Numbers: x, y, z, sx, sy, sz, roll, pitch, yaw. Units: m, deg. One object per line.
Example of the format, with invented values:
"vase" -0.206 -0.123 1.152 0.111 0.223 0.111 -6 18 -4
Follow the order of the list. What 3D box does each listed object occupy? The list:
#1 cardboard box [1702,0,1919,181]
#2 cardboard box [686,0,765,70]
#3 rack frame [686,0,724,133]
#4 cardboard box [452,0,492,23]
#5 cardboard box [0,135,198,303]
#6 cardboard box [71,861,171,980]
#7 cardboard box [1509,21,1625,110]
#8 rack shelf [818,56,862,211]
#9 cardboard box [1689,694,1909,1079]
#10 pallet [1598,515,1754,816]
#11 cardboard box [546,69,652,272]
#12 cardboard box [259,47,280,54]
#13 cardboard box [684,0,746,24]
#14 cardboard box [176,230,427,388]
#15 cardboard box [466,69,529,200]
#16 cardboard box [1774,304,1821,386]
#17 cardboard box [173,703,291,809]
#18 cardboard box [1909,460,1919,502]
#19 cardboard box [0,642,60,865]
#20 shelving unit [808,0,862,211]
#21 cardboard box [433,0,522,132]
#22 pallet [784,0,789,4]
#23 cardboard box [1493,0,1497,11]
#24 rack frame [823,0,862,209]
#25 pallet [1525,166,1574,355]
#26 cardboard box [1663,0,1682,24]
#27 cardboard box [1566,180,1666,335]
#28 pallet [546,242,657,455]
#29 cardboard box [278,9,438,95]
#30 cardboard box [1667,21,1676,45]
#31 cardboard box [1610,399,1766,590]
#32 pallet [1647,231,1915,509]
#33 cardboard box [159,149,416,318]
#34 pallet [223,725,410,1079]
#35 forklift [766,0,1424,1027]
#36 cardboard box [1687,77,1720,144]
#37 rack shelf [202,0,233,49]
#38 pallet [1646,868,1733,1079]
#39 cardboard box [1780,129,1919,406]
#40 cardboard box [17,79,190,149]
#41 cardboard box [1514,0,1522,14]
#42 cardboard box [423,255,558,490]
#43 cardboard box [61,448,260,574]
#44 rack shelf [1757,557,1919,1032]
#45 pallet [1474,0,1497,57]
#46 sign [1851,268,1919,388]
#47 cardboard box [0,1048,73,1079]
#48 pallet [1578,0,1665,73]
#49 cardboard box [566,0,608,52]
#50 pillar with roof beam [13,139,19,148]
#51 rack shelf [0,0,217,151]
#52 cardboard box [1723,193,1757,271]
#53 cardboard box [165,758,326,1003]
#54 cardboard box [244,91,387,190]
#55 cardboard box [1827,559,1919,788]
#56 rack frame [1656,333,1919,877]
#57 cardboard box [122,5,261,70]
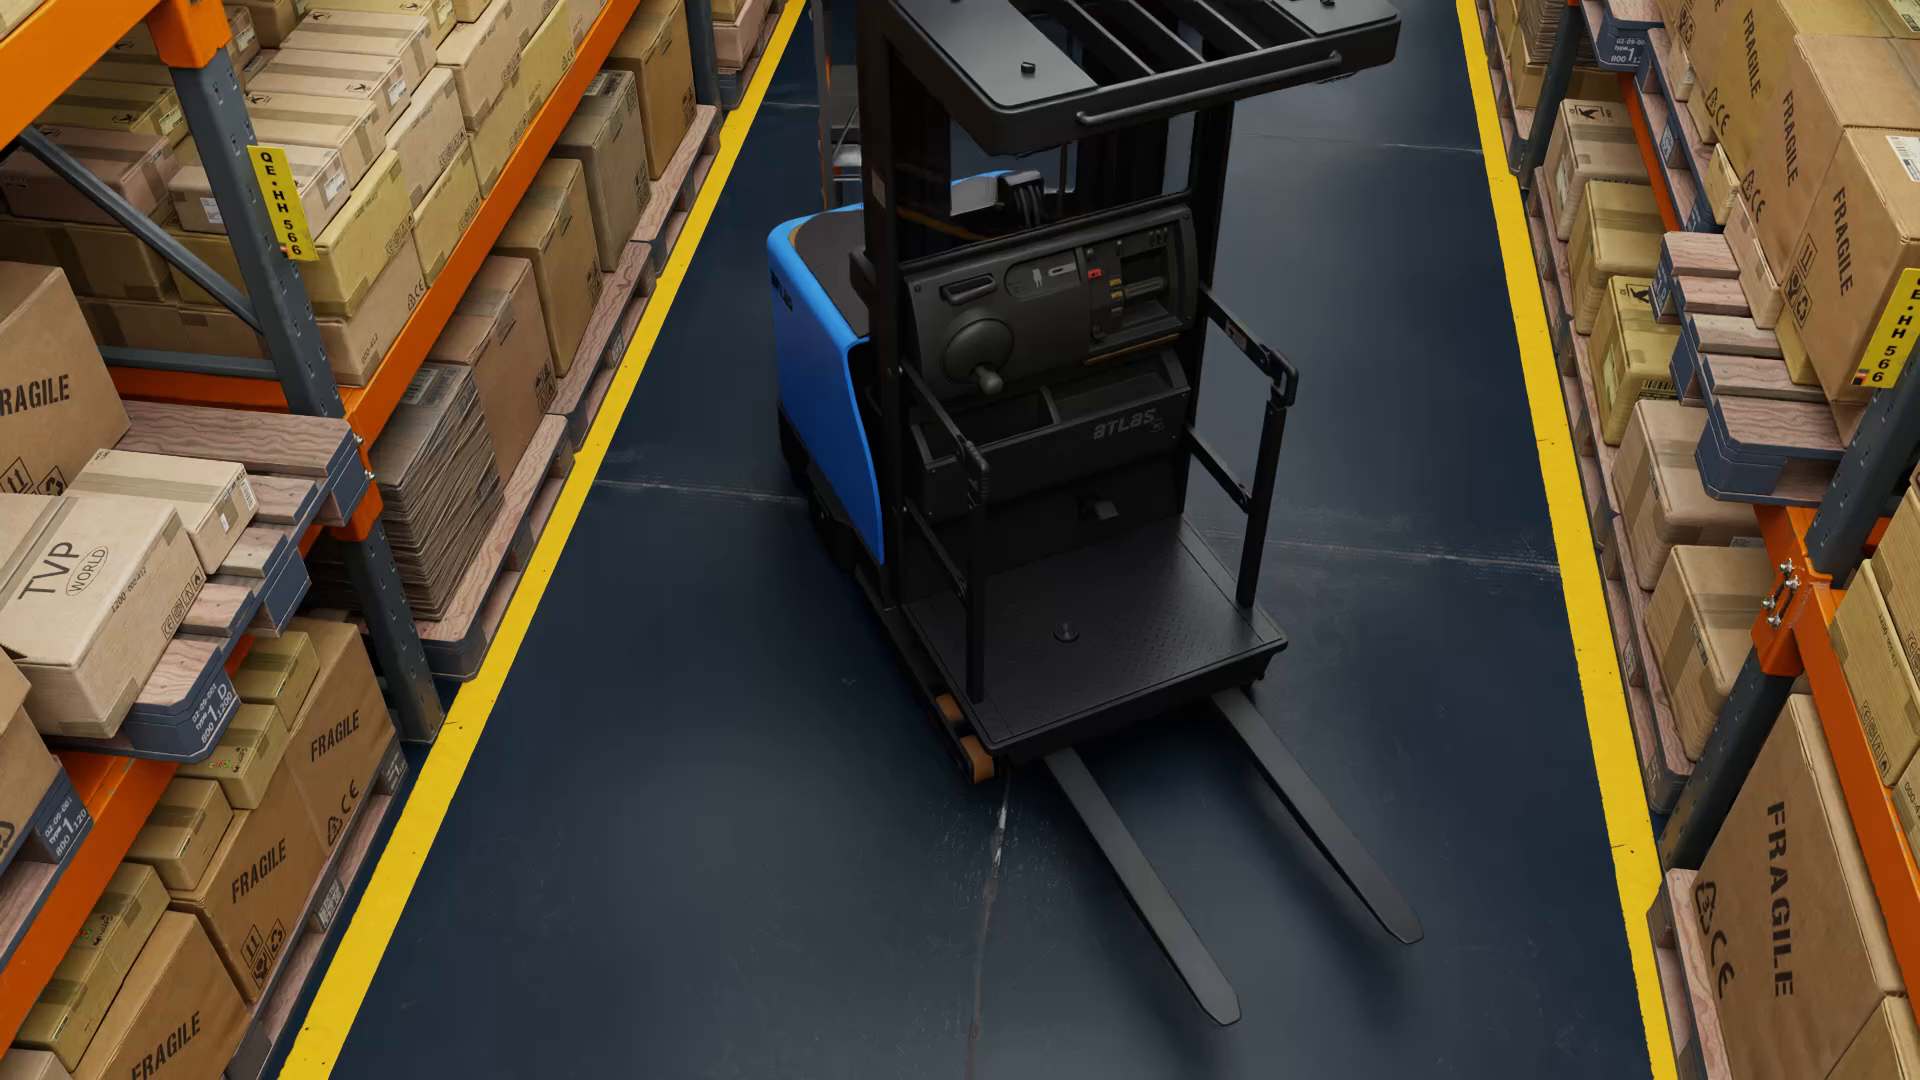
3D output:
"cardboard box" 2.589 -1.373 4.924 0.500 0.500 0.500 3 43 3
"cardboard box" -1.318 -2.672 8.585 0.500 0.250 0.500 6 44 6
"rack frame" -1.710 -3.219 7.468 1.000 3.000 0.127 5 44 6
"cardboard box" -1.745 -1.835 5.462 0.380 0.149 0.250 6 44 6
"cardboard box" -2.455 -0.951 4.818 0.500 0.250 0.500 6 44 6
"cardboard box" -2.217 0.927 4.130 0.380 0.149 0.250 6 44 7
"cardboard box" 3.022 -2.351 8.246 0.500 0.250 0.500 7 44 7
"rack shelf" -0.305 -1.491 6.315 0.431 0.518 0.480 -1 43 -1
"cardboard box" 2.508 1.038 4.212 0.875 0.875 0.875 5 44 5
"pallet" 2.786 0.436 5.636 1.003 0.211 1.213 5 44 6
"cardboard box" -1.878 -1.624 7.205 0.875 0.625 0.625 5 44 5
"cardboard box" -2.320 -1.641 5.547 0.500 0.250 0.500 5 44 5
"cardboard box" -1.340 -2.856 8.415 0.500 0.250 0.500 5 44 5
"cardboard box" -1.938 -0.718 4.936 0.500 0.250 0.500 5 44 6
"cardboard box" -1.806 -1.412 5.669 0.500 0.250 0.500 4 44 4
"cardboard box" 2.455 -0.539 4.515 0.380 0.149 0.250 6 44 6
"cardboard box" -2.059 0.576 4.501 0.380 0.149 0.250 3 44 3
"cardboard box" 2.374 -0.129 3.405 0.500 0.500 0.500 4 44 4
"cardboard box" -2.272 0.447 3.216 0.797 0.503 0.637 4 44 5
"shelving unit" -0.306 -1.500 6.306 0.431 2.100 0.503 -1 43 -1
"cardboard box" -1.784 -1.596 5.499 0.500 0.250 0.500 4 44 4
"pallet" -1.405 -3.578 9.875 1.003 0.211 1.213 5 44 6
"cardboard box" 3.154 -3.061 8.996 0.500 0.250 0.500 6 44 6
"rack frame" -0.311 -1.668 6.483 0.400 2.100 0.015 -1 43 -1
"pallet" 3.109 -1.227 7.392 1.003 0.211 1.213 5 44 6
"cardboard box" 2.719 -2.096 5.688 0.500 0.500 0.500 5 44 5
"cardboard box" 3.052 -1.120 6.857 0.950 0.372 0.625 8 44 8
"pallet" -1.928 -0.867 7.012 1.003 0.211 1.213 5 44 6
"cardboard box" -1.841 -1.494 5.101 0.380 0.149 0.250 6 44 6
"cardboard box" 2.711 -1.774 5.819 0.380 0.149 0.250 6 44 6
"cardboard box" 2.856 -0.130 5.811 0.950 0.372 0.625 4 44 5
"pallet" 2.670 -0.470 4.704 1.213 0.211 1.003 5 44 6
"cardboard box" -1.914 -0.898 4.762 0.500 0.250 0.500 5 44 5
"pallet" -2.375 1.025 5.014 1.003 0.211 1.213 5 44 6
"forklift" 0.380 -0.618 4.771 1.130 2.935 3.031 -18 46 -18
"cardboard box" 2.618 -1.413 5.438 0.380 0.149 0.250 4 44 4
"rack shelf" -1.975 -2.684 5.244 1.077 0.370 4.000 5 44 6
"pallet" 2.502 1.499 4.513 1.003 0.211 1.213 5 44 6
"cardboard box" 2.466 -0.676 4.188 0.500 0.500 0.500 4 44 4
"cardboard box" -2.473 -1.193 4.784 0.380 0.149 0.250 6 44 7
"cardboard box" 3.088 -2.971 8.355 0.500 0.500 0.500 6 44 6
"cardboard box" -2.065 -0.653 6.179 0.875 0.625 0.625 7 44 7
"cardboard box" -1.946 -0.071 4.021 0.380 0.149 0.250 6 44 6
"rack shelf" 2.417 1.580 2.923 1.077 0.370 4.000 5 44 6
"pallet" 3.423 -3.052 9.320 1.003 0.211 1.213 5 44 6
"sign" 2.142 -0.478 3.789 0.100 0.325 0.005 5 44 6
"cardboard box" -2.257 1.288 3.749 0.380 0.149 0.250 3 44 4
"pallet" 2.965 -2.193 6.524 1.003 0.211 1.213 5 44 6
"cardboard box" -1.675 -2.118 6.414 0.500 0.250 0.500 5 44 6
"pillar with roof beam" 1.307 -3.250 3.137 9.100 9.000 0.400 5 44 6
"rack shelf" -2.504 0.043 2.365 1.077 0.370 4.000 5 44 6
"cardboard box" 2.485 -0.886 4.881 0.380 0.149 0.250 3 44 4
"cardboard box" -2.159 0.910 4.619 0.500 0.500 0.500 5 44 5
"cardboard box" -1.871 -1.137 4.724 0.380 0.149 0.250 6 44 6
"cardboard box" 2.367 0.321 3.838 0.500 0.250 0.500 5 44 5
"rack frame" 2.681 -0.044 4.115 1.000 3.000 0.127 5 44 6
"cardboard box" -2.415 -1.538 5.148 0.380 0.149 0.250 4 44 5
